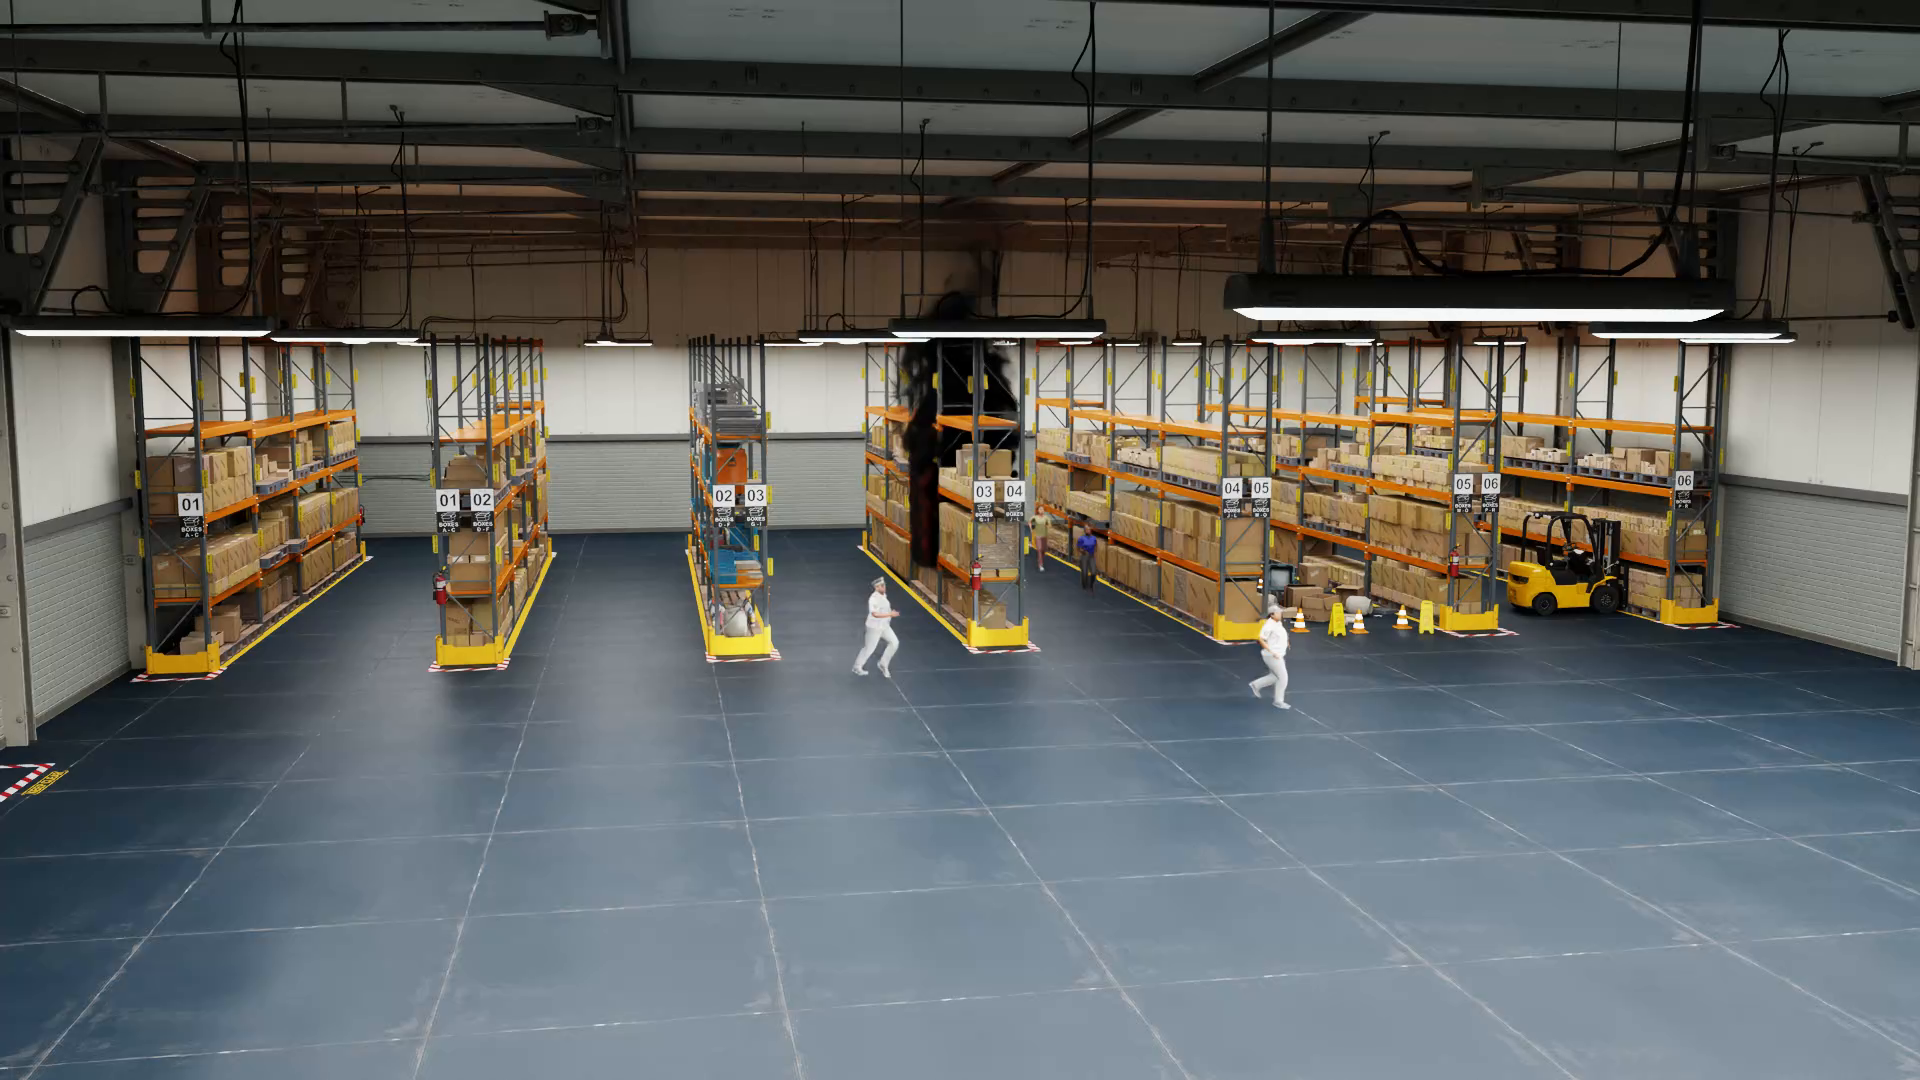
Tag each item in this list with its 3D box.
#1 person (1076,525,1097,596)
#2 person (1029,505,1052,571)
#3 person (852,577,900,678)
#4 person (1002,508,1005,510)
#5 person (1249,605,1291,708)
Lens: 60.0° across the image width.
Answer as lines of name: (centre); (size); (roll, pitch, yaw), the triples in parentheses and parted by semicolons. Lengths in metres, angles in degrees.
person: (2.973, 0.486, 38.676); (0.564, 1.650, 0.675); (-1, 7, -9)
person: (2.106, -0.078, 43.199); (0.573, 1.661, 0.954); (-1, 7, -11)
person: (-1.424, 1.530, 29.018); (0.896, 1.808, 0.674); (3, 7, 25)
person: (1.495, -0.754, 49.265); (0.717, 1.687, 0.574); (-6, 9, -43)
person: (5.018, 1.865, 26.736); (0.663, 1.660, 0.602); (3, 7, 25)
